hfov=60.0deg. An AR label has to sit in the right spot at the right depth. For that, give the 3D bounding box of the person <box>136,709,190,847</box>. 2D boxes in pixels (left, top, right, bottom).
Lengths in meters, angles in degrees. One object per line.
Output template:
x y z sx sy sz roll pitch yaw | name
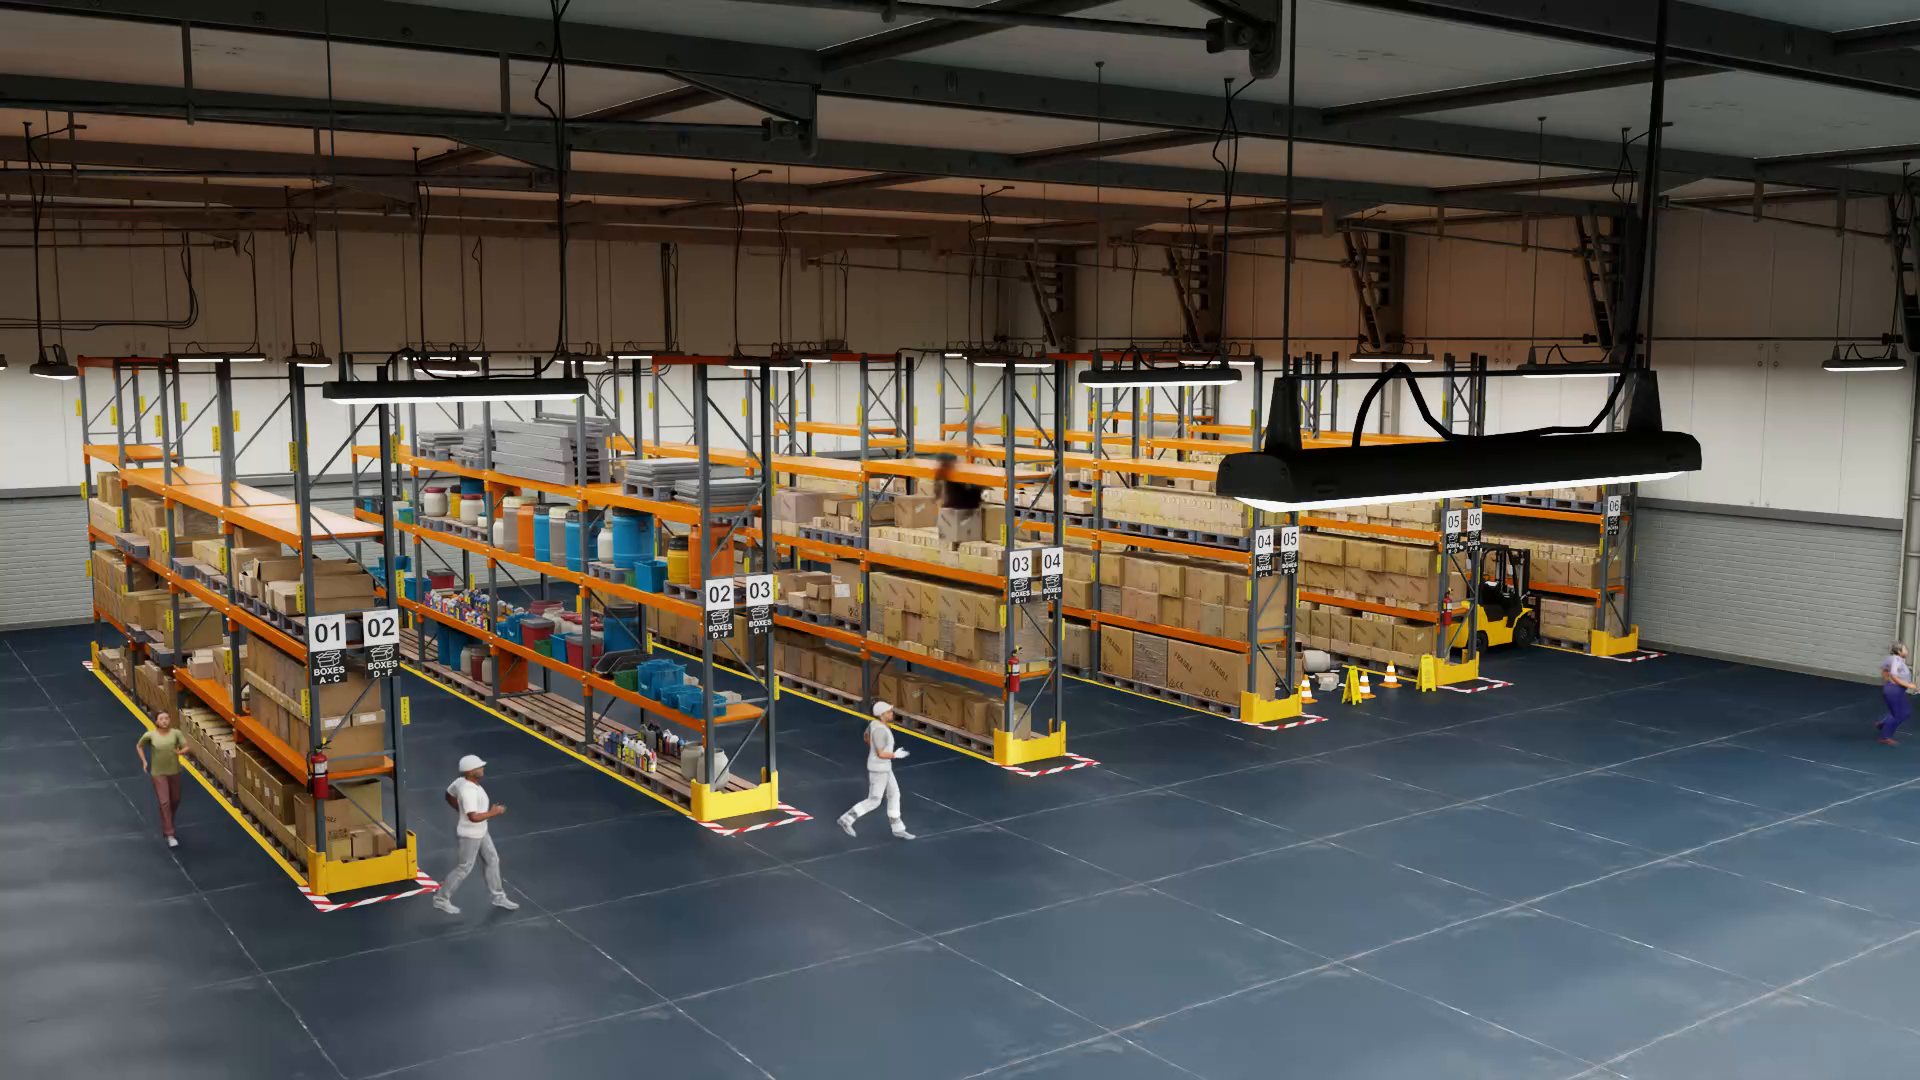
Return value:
-10.002 2.943 20.954 0.574 1.655 0.969 -5 9 -38 | person

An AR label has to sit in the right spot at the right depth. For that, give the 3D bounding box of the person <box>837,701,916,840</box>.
-1.052 2.911 20.947 0.990 1.794 0.669 0 7 -2 | person

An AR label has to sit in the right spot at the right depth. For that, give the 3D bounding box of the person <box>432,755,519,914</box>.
-5.322 3.229 18.182 0.905 1.788 0.697 -1 7 -11 | person

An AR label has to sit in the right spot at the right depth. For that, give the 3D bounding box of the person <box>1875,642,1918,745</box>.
14.633 2.396 25.946 0.516 1.613 0.609 3 8 25 | person
